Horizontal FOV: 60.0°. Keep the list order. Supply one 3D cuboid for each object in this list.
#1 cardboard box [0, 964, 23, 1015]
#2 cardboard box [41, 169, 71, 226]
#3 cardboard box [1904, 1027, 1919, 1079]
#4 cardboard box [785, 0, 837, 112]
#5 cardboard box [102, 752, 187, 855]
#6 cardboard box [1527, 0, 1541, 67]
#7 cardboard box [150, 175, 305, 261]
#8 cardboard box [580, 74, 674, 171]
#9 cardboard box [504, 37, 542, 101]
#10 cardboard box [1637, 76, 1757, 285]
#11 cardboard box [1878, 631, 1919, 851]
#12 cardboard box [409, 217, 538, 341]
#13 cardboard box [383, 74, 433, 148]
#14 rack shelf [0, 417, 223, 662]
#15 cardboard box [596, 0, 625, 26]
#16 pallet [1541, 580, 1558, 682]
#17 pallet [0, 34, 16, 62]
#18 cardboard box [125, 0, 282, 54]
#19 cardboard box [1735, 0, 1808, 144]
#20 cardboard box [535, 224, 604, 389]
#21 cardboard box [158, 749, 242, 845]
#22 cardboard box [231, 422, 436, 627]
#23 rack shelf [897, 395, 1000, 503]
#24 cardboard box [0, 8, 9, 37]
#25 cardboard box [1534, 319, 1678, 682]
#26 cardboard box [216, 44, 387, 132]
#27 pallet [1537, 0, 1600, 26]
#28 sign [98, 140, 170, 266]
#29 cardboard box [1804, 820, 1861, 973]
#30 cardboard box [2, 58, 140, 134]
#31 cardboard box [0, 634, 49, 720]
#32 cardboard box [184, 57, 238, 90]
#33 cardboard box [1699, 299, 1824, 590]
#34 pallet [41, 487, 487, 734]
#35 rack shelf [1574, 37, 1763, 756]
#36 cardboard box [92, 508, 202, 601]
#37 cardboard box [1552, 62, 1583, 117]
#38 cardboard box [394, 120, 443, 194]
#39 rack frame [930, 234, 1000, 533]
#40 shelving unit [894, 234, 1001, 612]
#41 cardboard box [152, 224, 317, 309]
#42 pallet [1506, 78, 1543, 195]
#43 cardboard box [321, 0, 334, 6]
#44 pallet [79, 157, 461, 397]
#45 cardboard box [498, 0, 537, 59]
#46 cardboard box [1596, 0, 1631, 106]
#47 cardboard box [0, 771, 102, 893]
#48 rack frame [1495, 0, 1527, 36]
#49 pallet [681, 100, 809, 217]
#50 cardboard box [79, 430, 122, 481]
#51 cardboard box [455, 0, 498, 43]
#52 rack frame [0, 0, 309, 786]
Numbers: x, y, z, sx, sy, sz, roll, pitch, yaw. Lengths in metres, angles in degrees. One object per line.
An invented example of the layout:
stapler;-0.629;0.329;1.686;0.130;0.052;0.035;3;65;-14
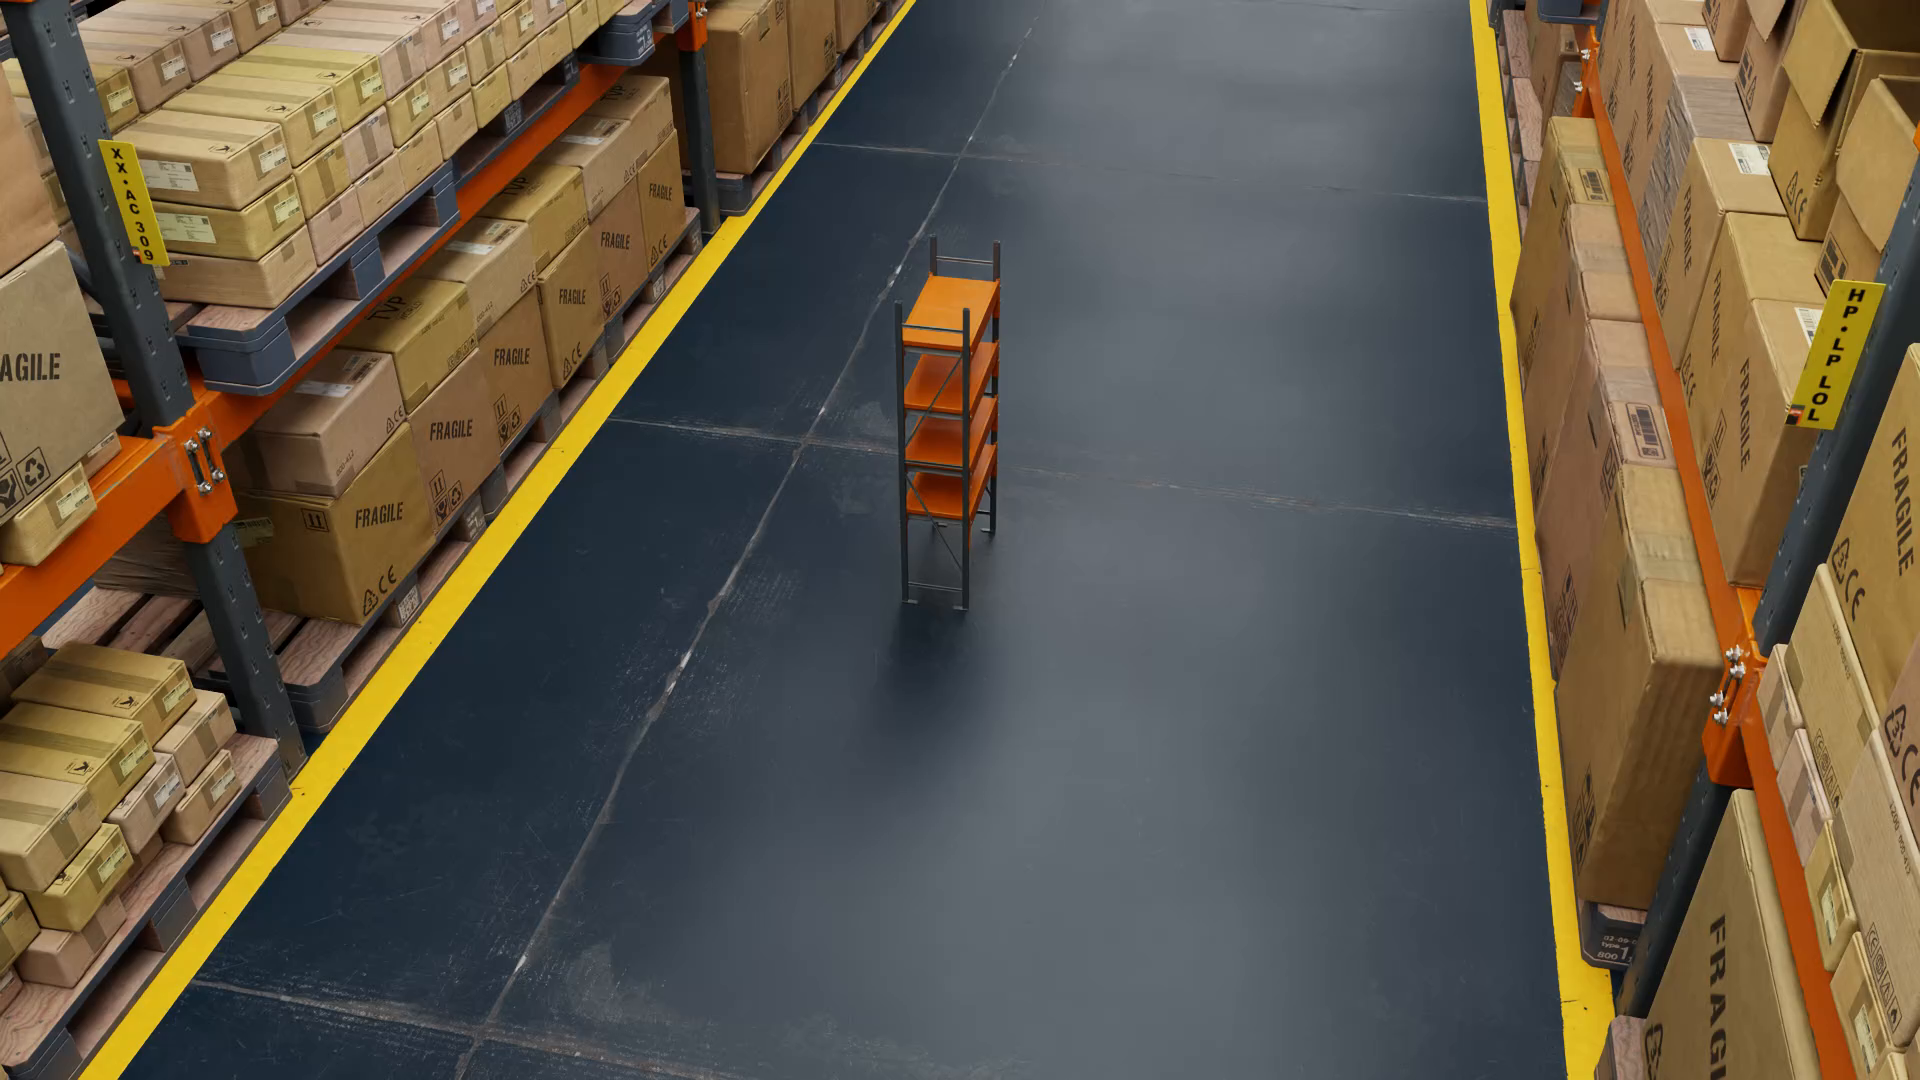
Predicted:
cardboard box;-2.625;1.145;4.186;0.380;0.149;0.250;6;36;9
cardboard box;-2.677;-0.983;4.653;0.380;0.149;0.250;8;37;11
cardboard box;1.682;0.898;2.330;0.500;0.250;0.500;8;37;11
cardboard box;-1.313;-2.933;9.300;1.050;0.750;0.750;8;37;11
cardboard box;-2.371;0.700;4.546;0.380;0.149;0.250;6;36;8
cardboard box;3.691;-2.994;9.579;0.700;0.500;0.500;7;37;10
cardboard box;-2.036;-0.898;4.536;0.380;0.149;0.250;8;37;11
cardboard box;-1.605;-1.871;7.409;0.500;0.250;0.500;6;36;9
cardboard box;-1.705;-1.671;5.856;0.380;0.149;0.250;6;36;8
cardboard box;2.417;-1.074;5.091;0.500;0.500;0.500;7;37;10
cardboard box;1.790;0.299;2.517;0.500;0.500;0.500;7;37;10
cardboard box;-1.928;-0.991;6.194;0.500;0.250;0.500;9;37;12
cardboard box;-1.872;-1.344;5.151;0.380;0.149;0.250;6;36;8
rack shelf;-2.996;0.897;3.070;1.077;0.370;4.000;7;37;10
cardboard box;-1.537;-2.130;6.489;0.380;0.149;0.250;7;36;9
pallet;2.605;0.114;5.912;1.003;0.211;1.213;7;37;10
pallet;-6.404;-2.716;9.817;1.003;0.211;1.213;7;37;10
cardboard box;-2.449;-1.698;5.386;0.380;0.149;0.250;6;36;8
cardboard box;2.659;-1.426;4.721;0.797;0.503;0.637;8;37;11
cardboard box;-1.811;-0.980;6.818;0.500;0.500;0.500;6;36;8
cardboard box;-2.320;0.711;4.785;0.380;0.149;0.250;8;37;11
cardboard box;-2.152;-0.089;5.590;0.500;0.500;0.500;9;37;12
rack shelf;-0.035;-0.336;5.806;0.258;0.148;0.480;7;37;10
cardboard box;-6.292;-3.250;10.059;0.950;0.372;0.625;7;36;9
cardboard box;2.562;-0.053;5.220;1.225;0.875;0.875;6;36;8
cardboard box;-1.925;-1.326;4.872;0.380;0.149;0.250;8;37;10
pallet;3.157;-2.499;7.305;1.213;0.211;1.003;7;37;10
sign;-2.037;-0.828;4.099;0.100;0.325;0.005;7;37;10
cardboard box;1.755;0.670;2.984;0.380;0.149;0.250;8;37;11
cardboard box;-2.617;-1.259;4.780;0.380;0.149;0.250;6;36;9
cardboard box;-2.845;0.374;4.743;0.380;0.149;0.250;9;37;12
cardboard box;-2.512;-1.433;5.274;0.380;0.149;0.250;6;36;8
cardboard box;2.088;-0.204;3.891;0.500;0.500;0.500;7;37;10
pallet;-2.404;0.141;5.875;1.003;0.211;1.213;7;37;10
rack shelf;2.682;-0.717;5.296;1.077;0.370;4.000;7;37;10
cardboard box;-2.657;-0.155;5.680;0.500;0.500;0.500;7;36;9
cardboard box;3.339;-2.027;8.246;0.700;0.500;0.500;4;36;6
cardboard box;-1.870;-1.224;5.239;0.380;0.149;0.250;8;37;10
rack frame;0.017;-0.531;5.960;0.240;1.200;0.015;7;37;10
shelving unit;-0.035;-0.391;5.767;0.258;1.200;0.503;7;37;10
cardboard box;-2.036;-0.778;4.623;0.380;0.149;0.250;6;36;8
pallet;3.540;-2.171;9.065;1.003;0.211;1.213;7;37;10
cardboard box;-2.341;-1.877;5.887;0.380;0.149;0.250;9;37;12
pallet;-2.264;-0.883;5.076;1.003;0.211;1.213;7;37;10
cardboard box;-1.703;-1.795;5.773;0.380;0.149;0.250;7;36;9
cardboard box;2.740;-1.951;6.300;0.500;0.500;0.500;8;37;11
cardboard box;-2.453;0.734;4.246;0.380;0.149;0.250;7;37;10
rack frame;3.964;-4.448;9.831;1.000;3.000;0.127;7;37;10
pallet;-1.473;-2.148;9.034;1.003;0.211;1.213;7;37;10
cardboard box;-2.401;-0.246;4.248;0.380;0.149;0.250;7;37;9
cardboard box;-1.760;-1.760;5.471;0.380;0.149;0.250;9;37;12
rack frame;-2.569;-0.541;4.441;1.000;3.000;0.127;7;37;10
